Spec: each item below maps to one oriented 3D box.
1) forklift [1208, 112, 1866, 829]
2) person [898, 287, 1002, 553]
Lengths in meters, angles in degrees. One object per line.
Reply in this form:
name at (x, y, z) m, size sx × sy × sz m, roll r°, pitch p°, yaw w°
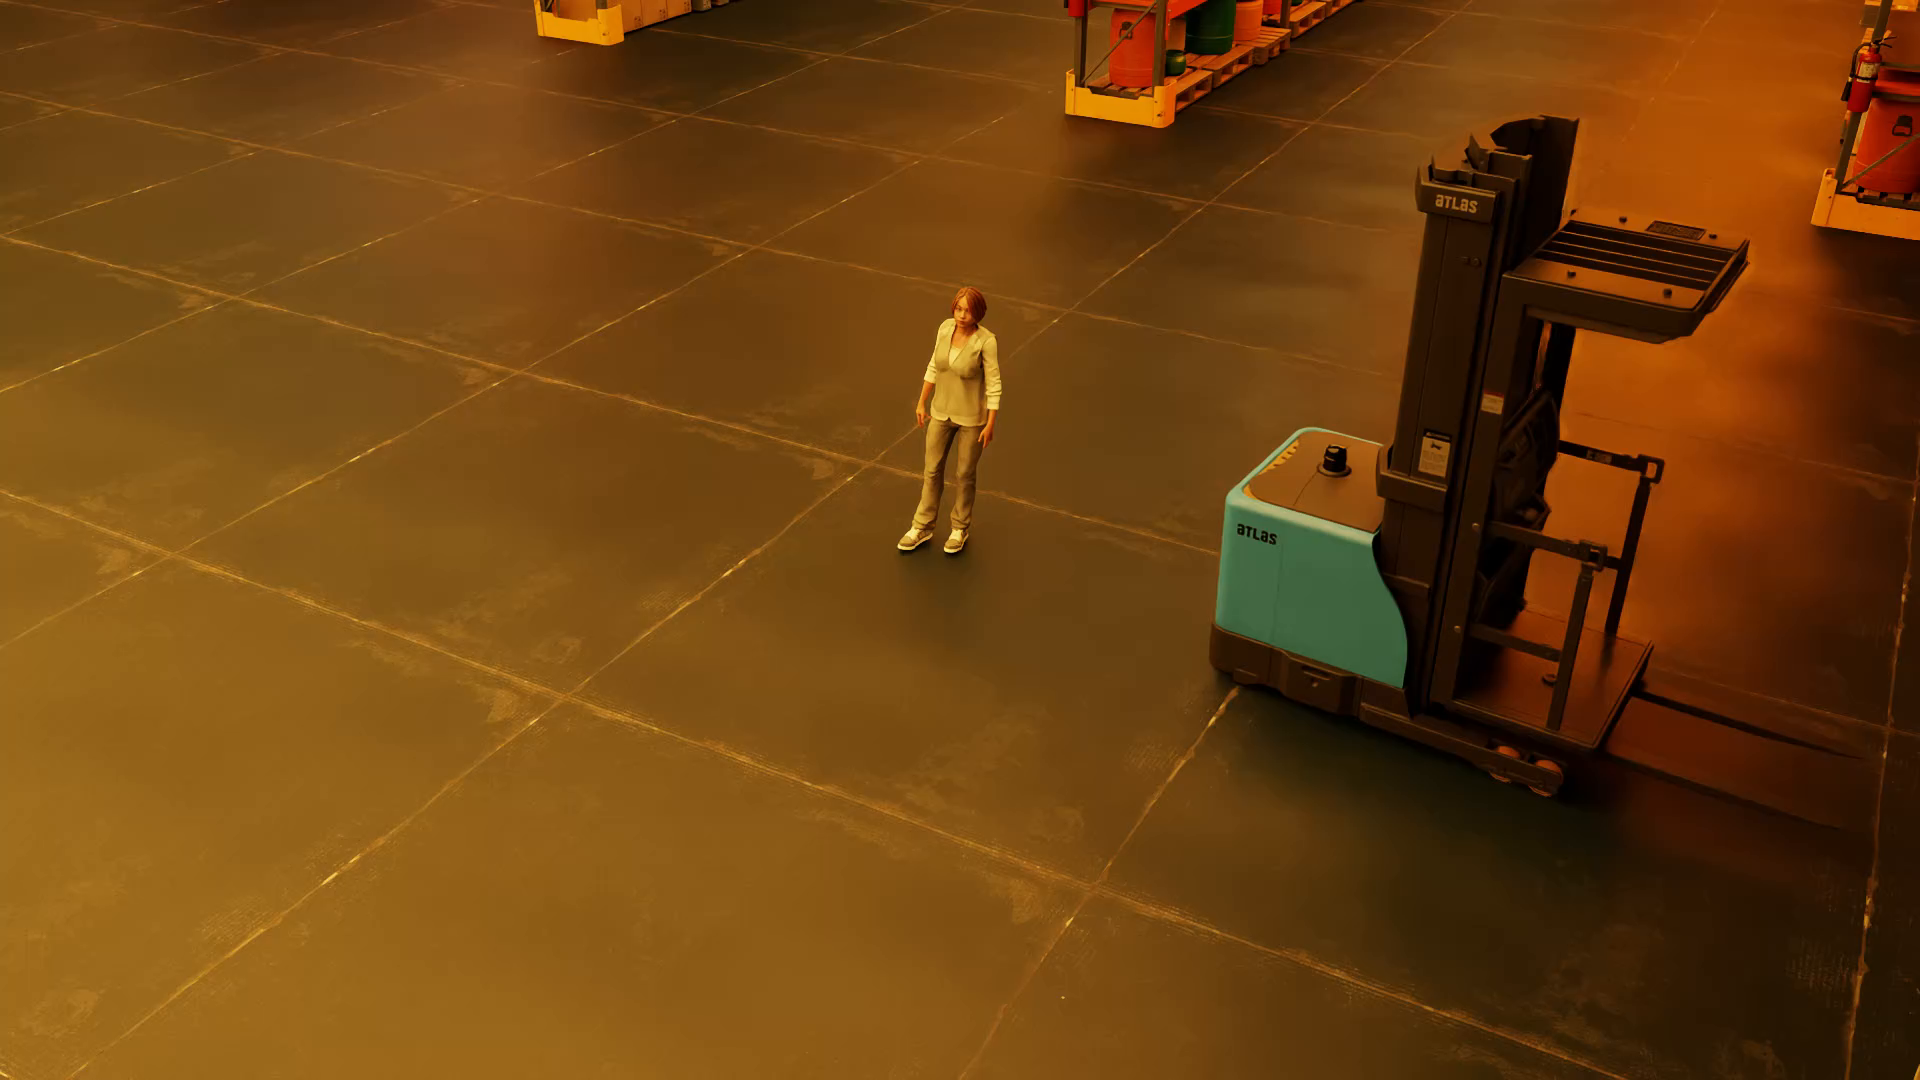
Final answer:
forklift at (2.820, -0.359, 7.692) m, size 3.031 × 2.935 × 1.130 m, roll 18°, pitch 35°, yaw 29°
person at (-0.048, -0.669, 9.550) m, size 0.521 × 1.596 × 0.475 m, roll 15°, pitch 33°, yaw 25°
